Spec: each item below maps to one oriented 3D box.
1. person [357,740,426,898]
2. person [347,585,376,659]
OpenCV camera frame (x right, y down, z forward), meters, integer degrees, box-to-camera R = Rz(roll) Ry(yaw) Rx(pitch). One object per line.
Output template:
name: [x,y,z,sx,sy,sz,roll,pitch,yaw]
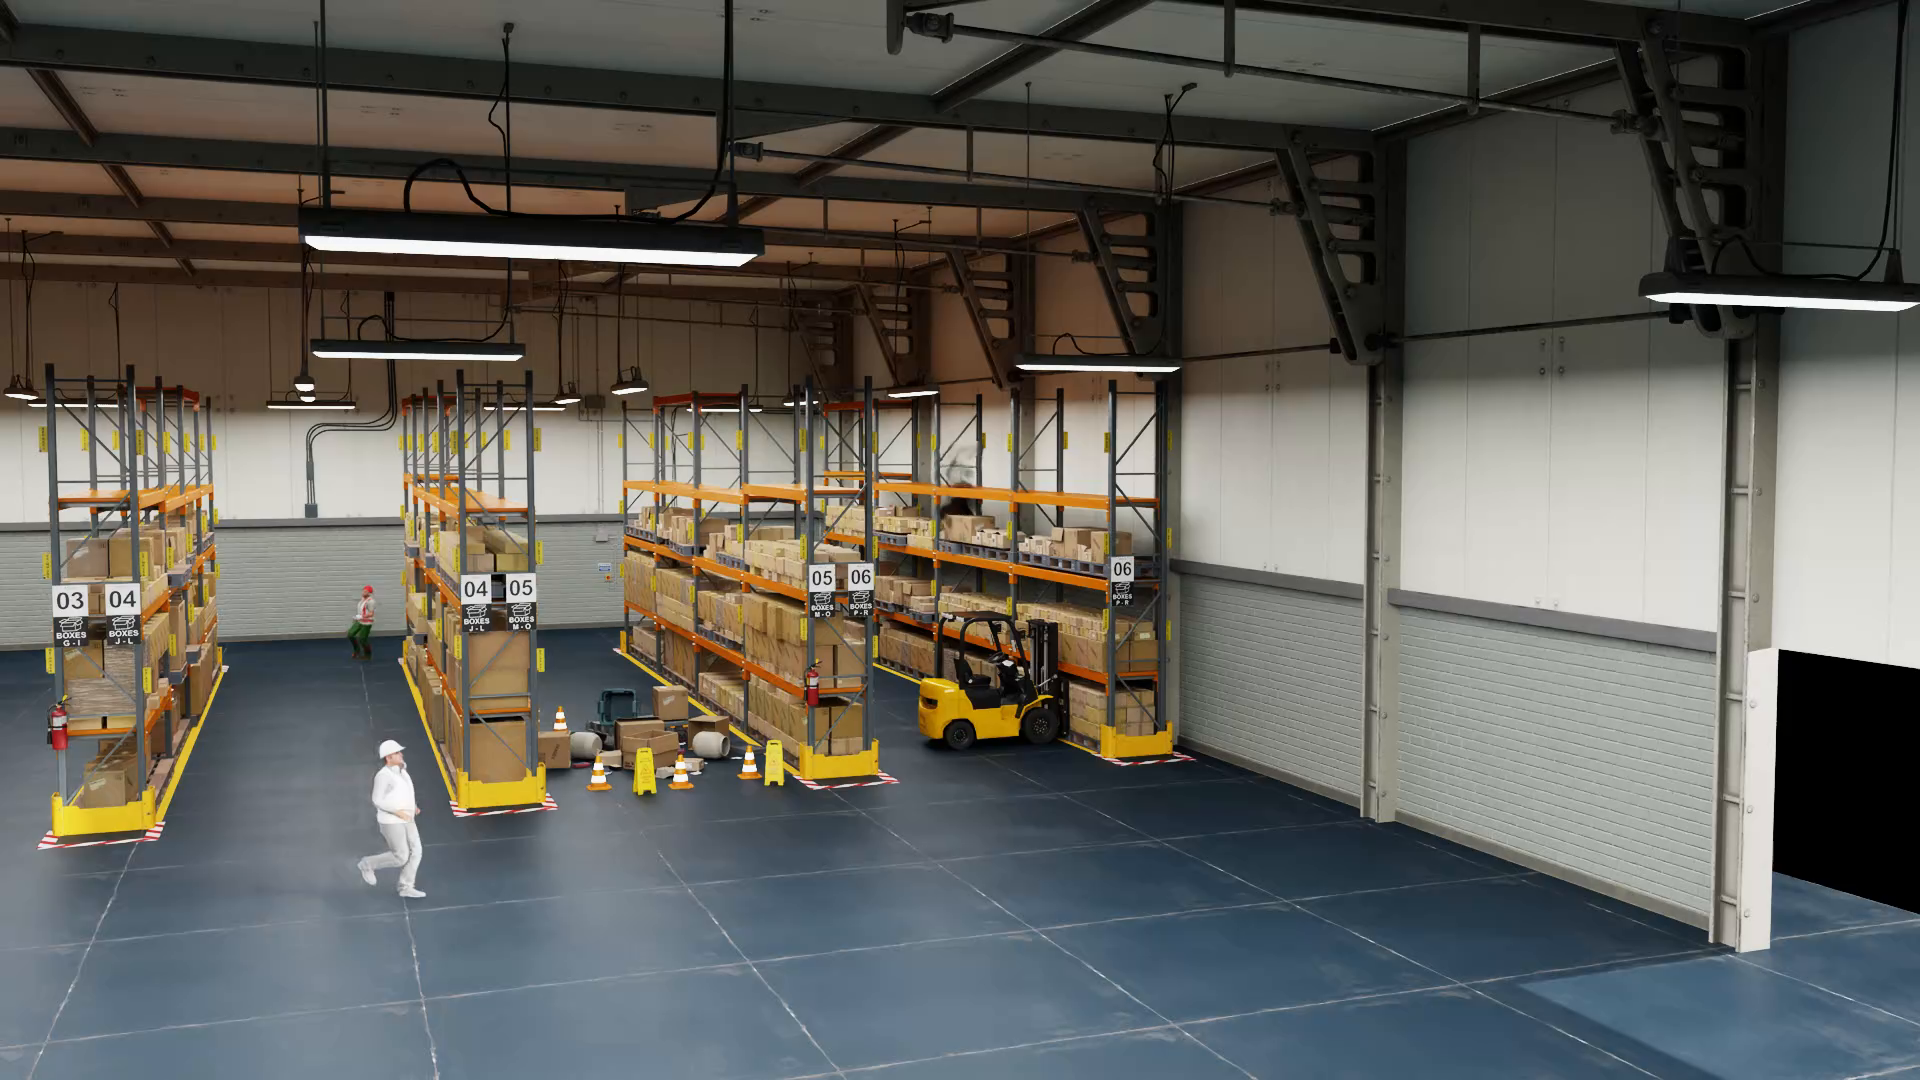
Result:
person: [-6.243,3.071,18.300,0.732,1.745,0.659,0,3,7]
person: [-13.650,1.894,38.016,0.694,1.715,0.652,2,4,33]
